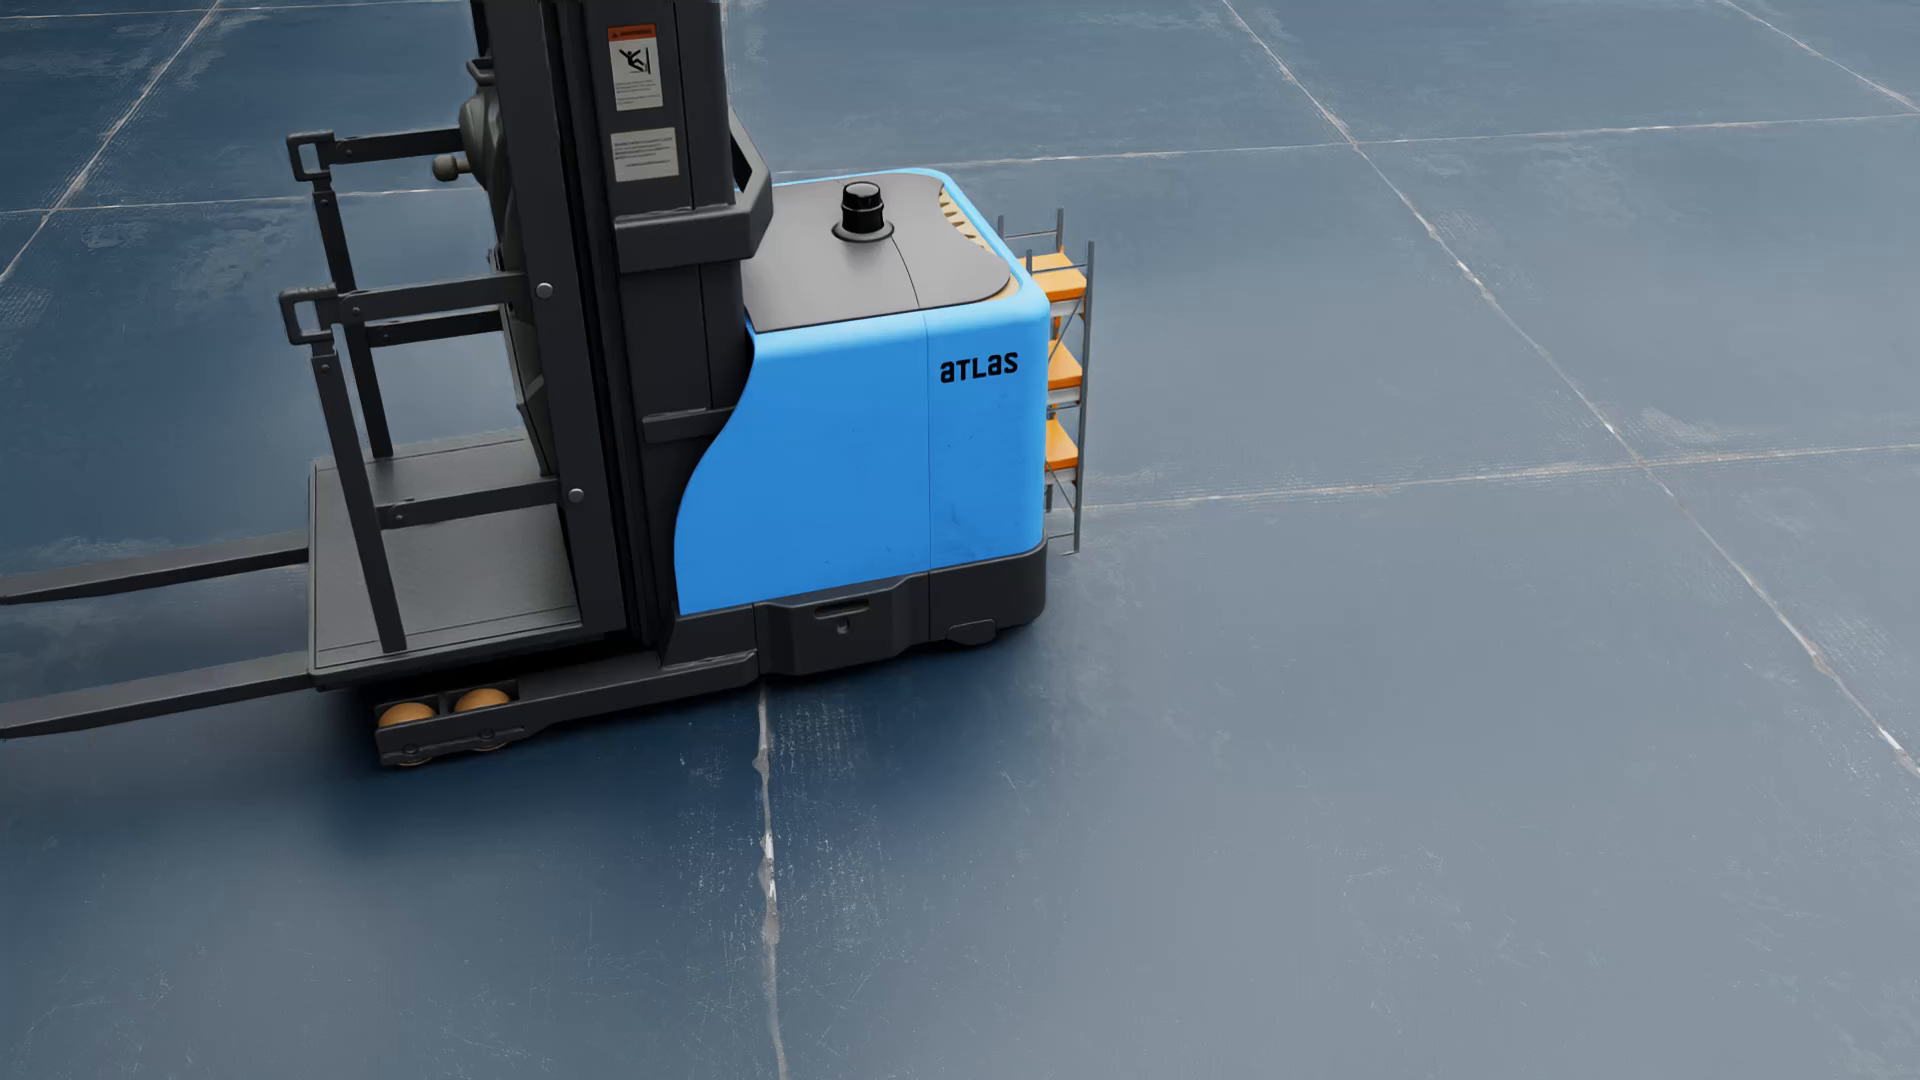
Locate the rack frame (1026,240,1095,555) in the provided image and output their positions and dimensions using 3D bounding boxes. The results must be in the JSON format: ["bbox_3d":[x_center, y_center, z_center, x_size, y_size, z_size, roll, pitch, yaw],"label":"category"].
[{"bbox_3d":[0.276,-0.379,4.874,0.200,1.050,0.008,-10,36,-15],"label":"rack frame"}]

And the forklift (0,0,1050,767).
[{"bbox_3d":[-1.327,-0.950,4.042,3.031,2.935,1.130,-10,36,-15],"label":"forklift"}]

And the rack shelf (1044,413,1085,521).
[{"bbox_3d":[0.239,-0.206,5.132,0.215,0.259,0.240,-10,36,-15],"label":"rack shelf"}]

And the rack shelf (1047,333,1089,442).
[{"bbox_3d":[0.239,-0.436,4.976,0.215,0.259,0.240,-10,36,-15],"label":"rack shelf"}]

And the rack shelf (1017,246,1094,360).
[{"bbox_3d":[0.240,-0.670,4.816,0.215,0.259,0.240,-10,36,-15],"label":"rack shelf"}]

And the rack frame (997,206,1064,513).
[{"bbox_3d":[0.202,-0.510,5.066,0.200,1.050,0.008,-10,36,-15],"label":"rack frame"}]

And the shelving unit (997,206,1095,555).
[{"bbox_3d":[0.239,-0.445,4.970,0.215,1.050,0.252,-10,36,-15],"label":"shelving unit"}]
